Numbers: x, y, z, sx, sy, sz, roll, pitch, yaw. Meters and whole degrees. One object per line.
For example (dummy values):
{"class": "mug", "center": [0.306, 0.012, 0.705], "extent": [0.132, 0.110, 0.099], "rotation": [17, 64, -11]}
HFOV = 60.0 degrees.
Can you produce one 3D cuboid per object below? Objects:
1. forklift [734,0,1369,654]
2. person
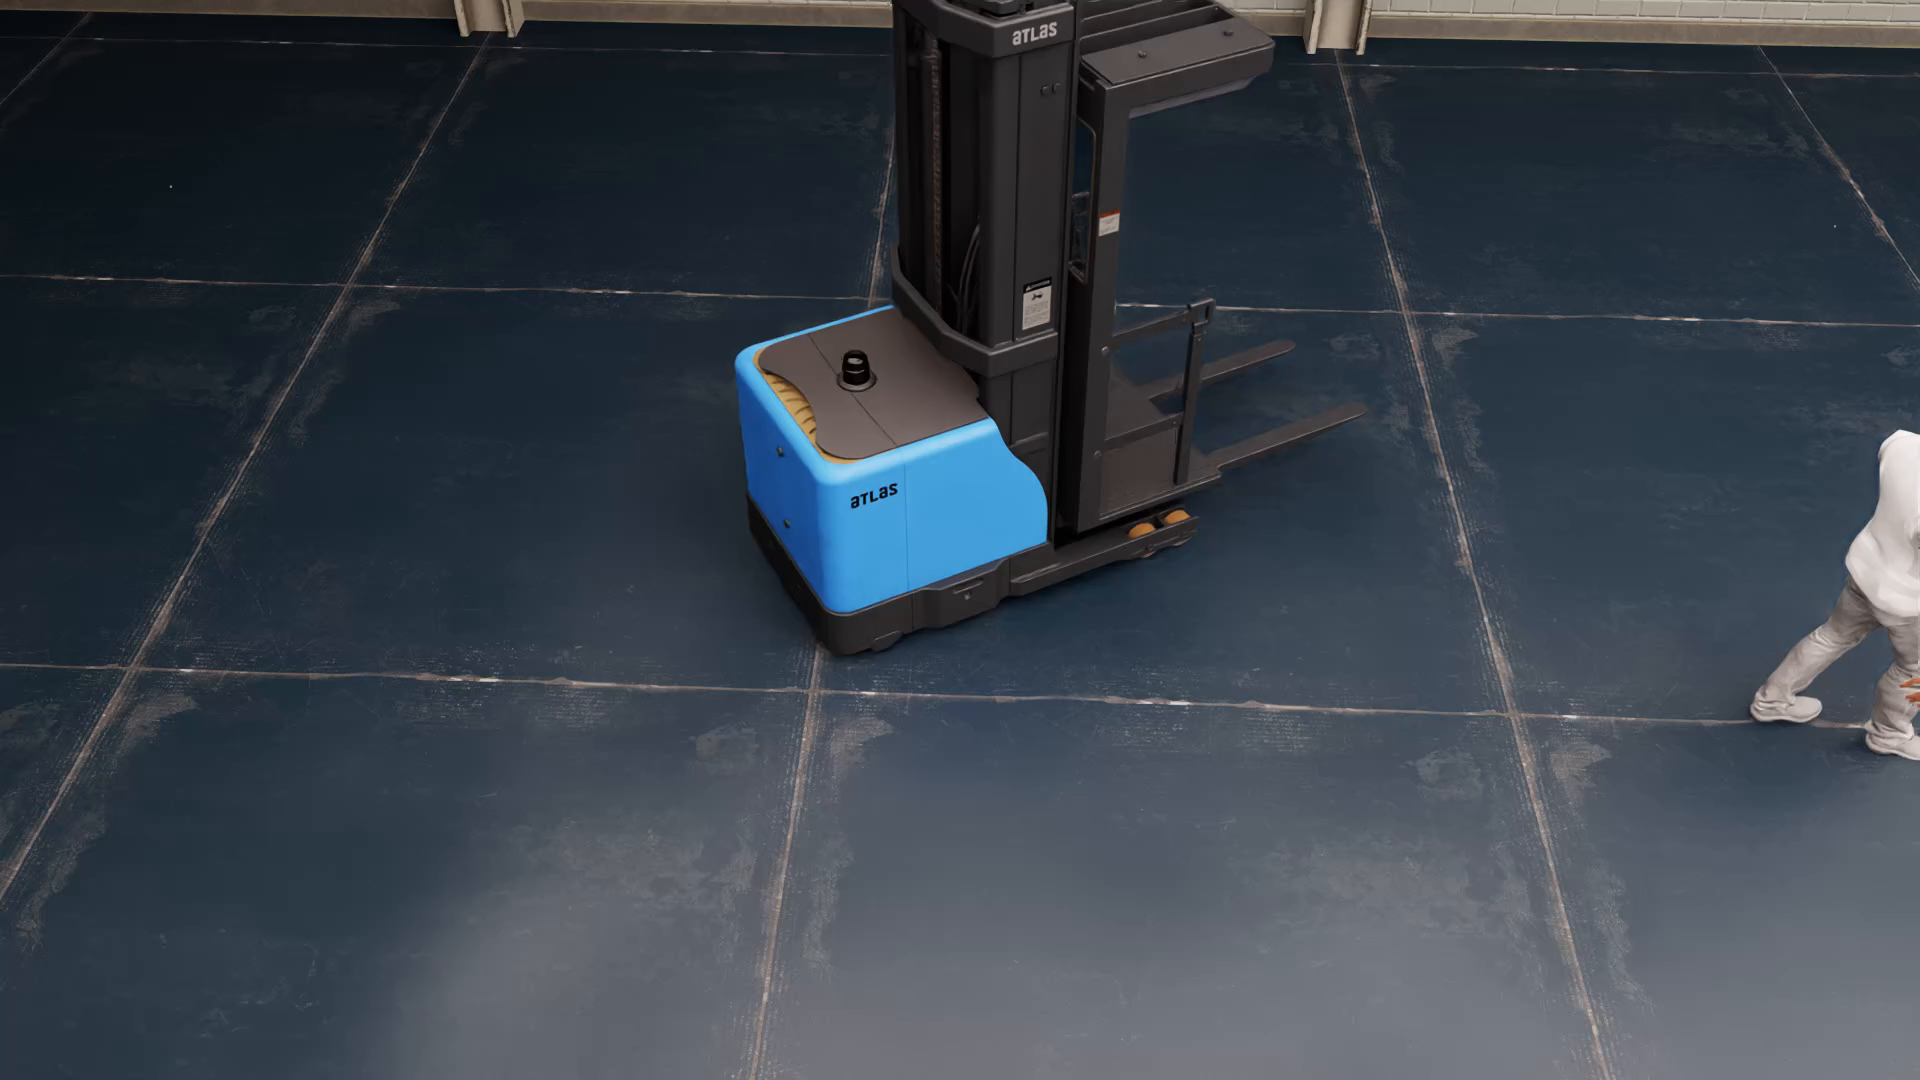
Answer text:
{"class": "forklift", "center": [0.549, -1.293, 7.159], "extent": [3.031, 2.935, 1.130], "rotation": [-20, 46, -20]}
{"class": "person", "center": [3.723, 0.186, 6.438], "extent": [0.738, 1.749, 1.033], "rotation": [-2, 42, -3]}
